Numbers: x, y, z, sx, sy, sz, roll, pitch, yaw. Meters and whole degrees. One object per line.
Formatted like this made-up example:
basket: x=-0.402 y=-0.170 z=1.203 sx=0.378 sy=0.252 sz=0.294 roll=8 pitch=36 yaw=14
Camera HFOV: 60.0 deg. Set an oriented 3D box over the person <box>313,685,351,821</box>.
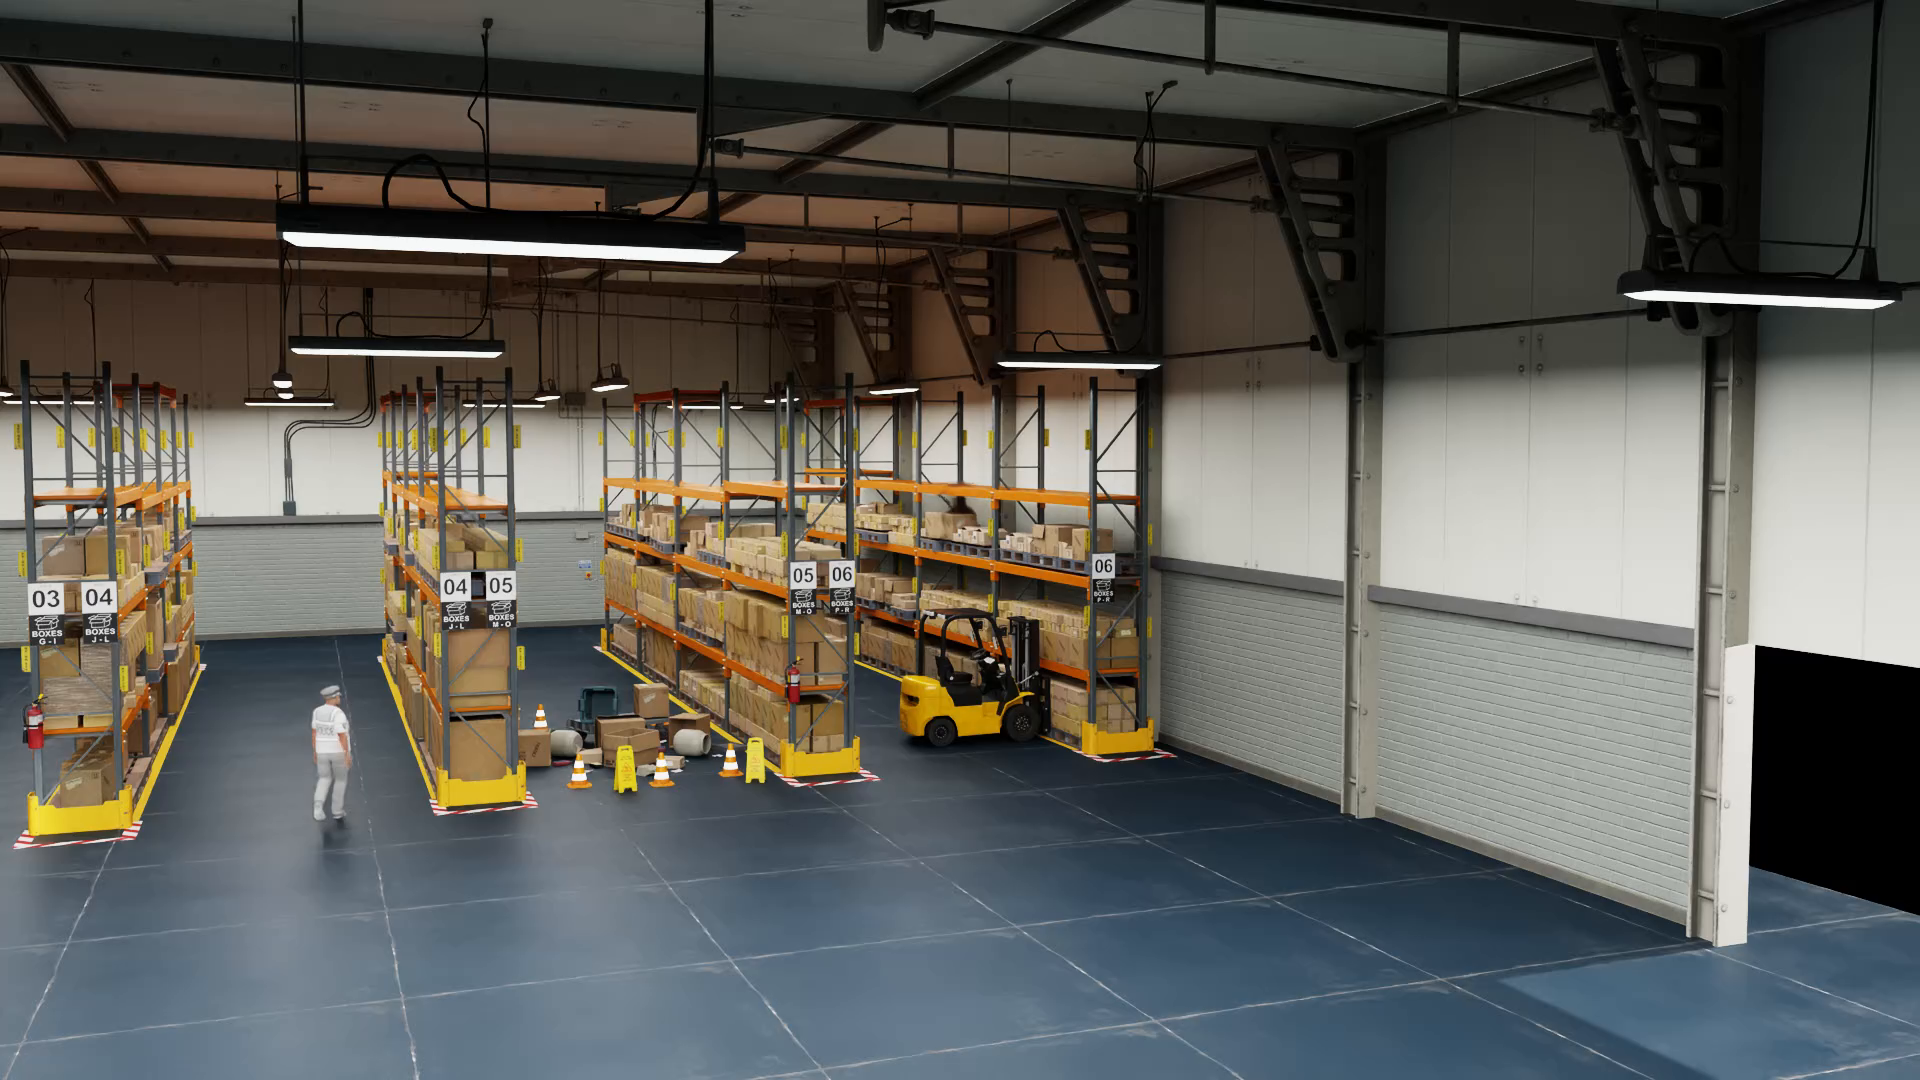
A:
person: x=-8.246 y=2.790 z=21.819 sx=0.473 sy=1.762 sz=0.558 roll=0 pitch=3 yaw=1
